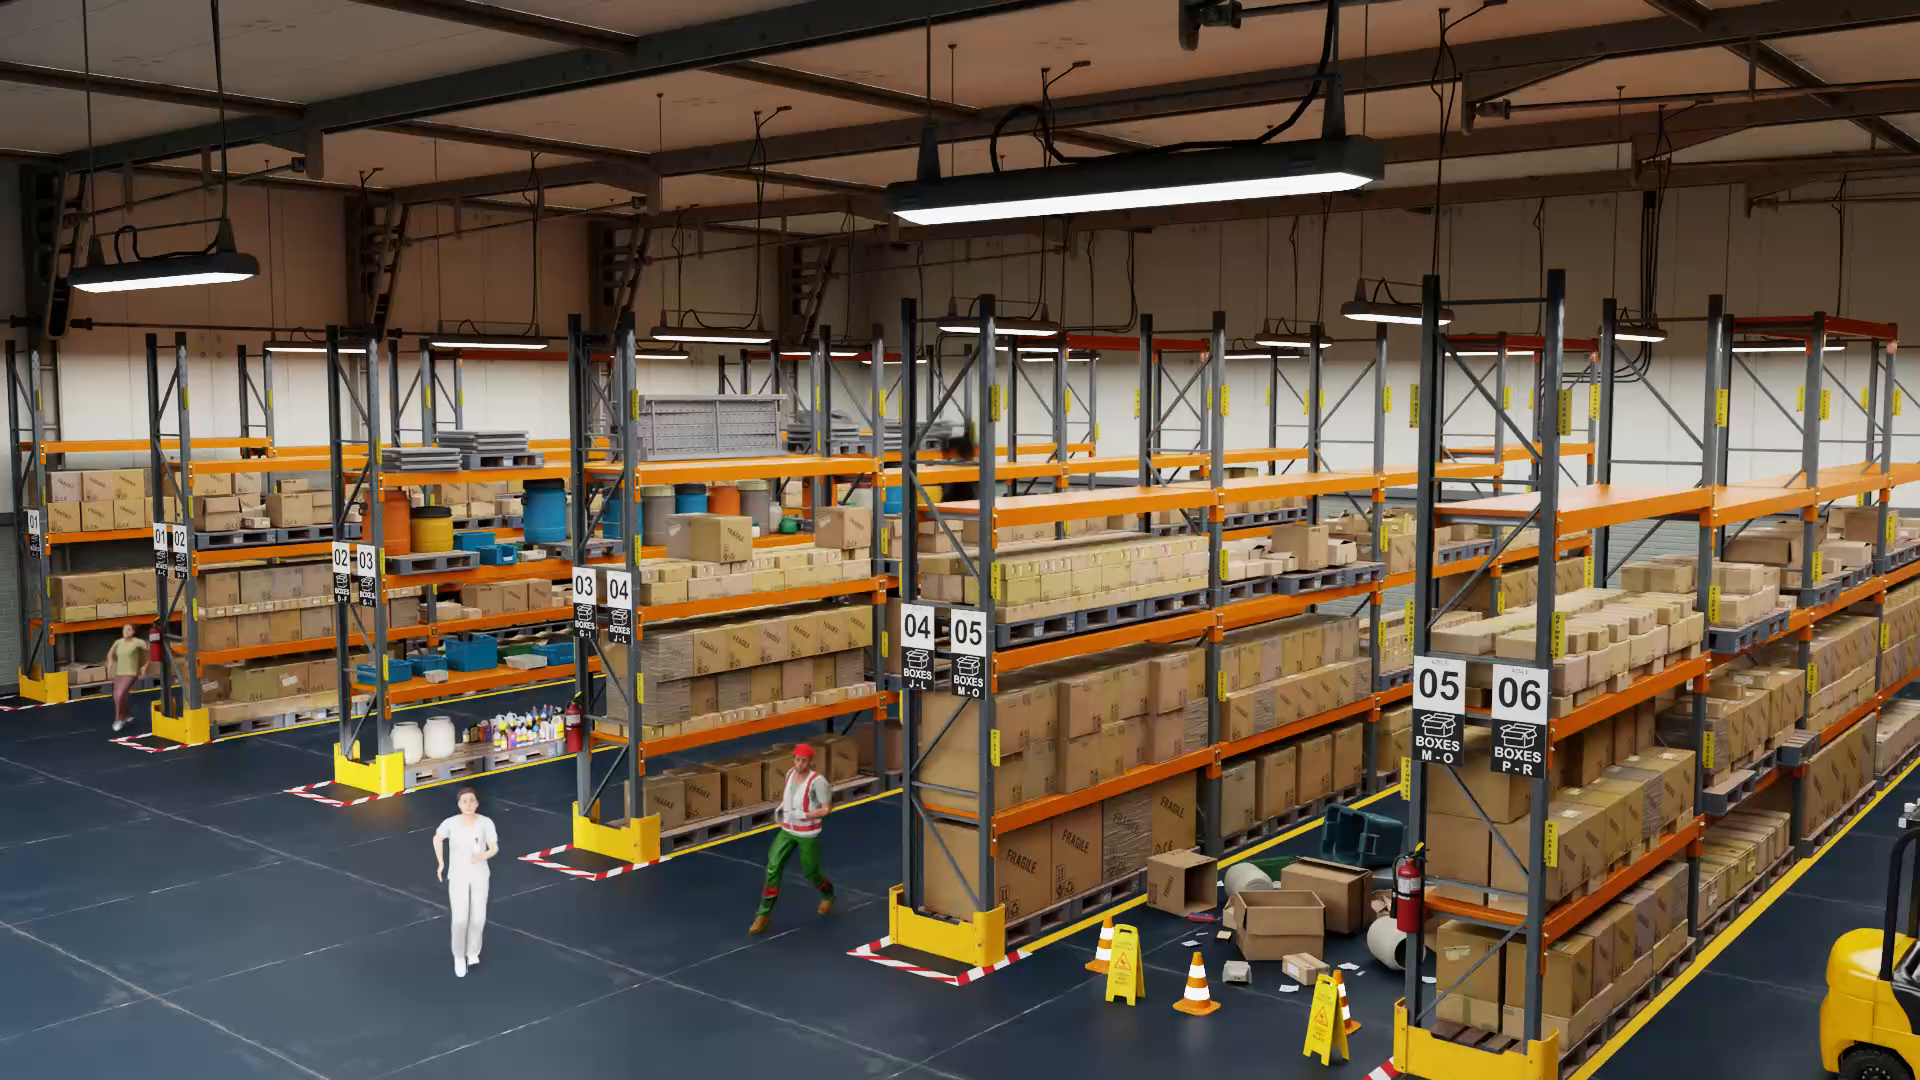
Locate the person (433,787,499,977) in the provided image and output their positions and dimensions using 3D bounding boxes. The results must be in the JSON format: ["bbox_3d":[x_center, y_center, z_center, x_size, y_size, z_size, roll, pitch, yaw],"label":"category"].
[{"bbox_3d":[-4.349,3.011,14.687,0.536,1.668,0.681,-2,6,-21],"label":"person"}]

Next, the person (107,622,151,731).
[{"bbox_3d":[-12.700,2.070,25.384,0.639,1.661,0.662,1,5,8],"label":"person"}]

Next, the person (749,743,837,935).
[{"bbox_3d":[-1.525,2.832,15.983,0.670,1.787,0.986,3,6,31],"label":"person"}]

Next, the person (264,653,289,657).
[{"bbox_3d":[-11.424,1.822,27.837,0.576,1.749,0.732,3,6,27],"label":"person"}]
